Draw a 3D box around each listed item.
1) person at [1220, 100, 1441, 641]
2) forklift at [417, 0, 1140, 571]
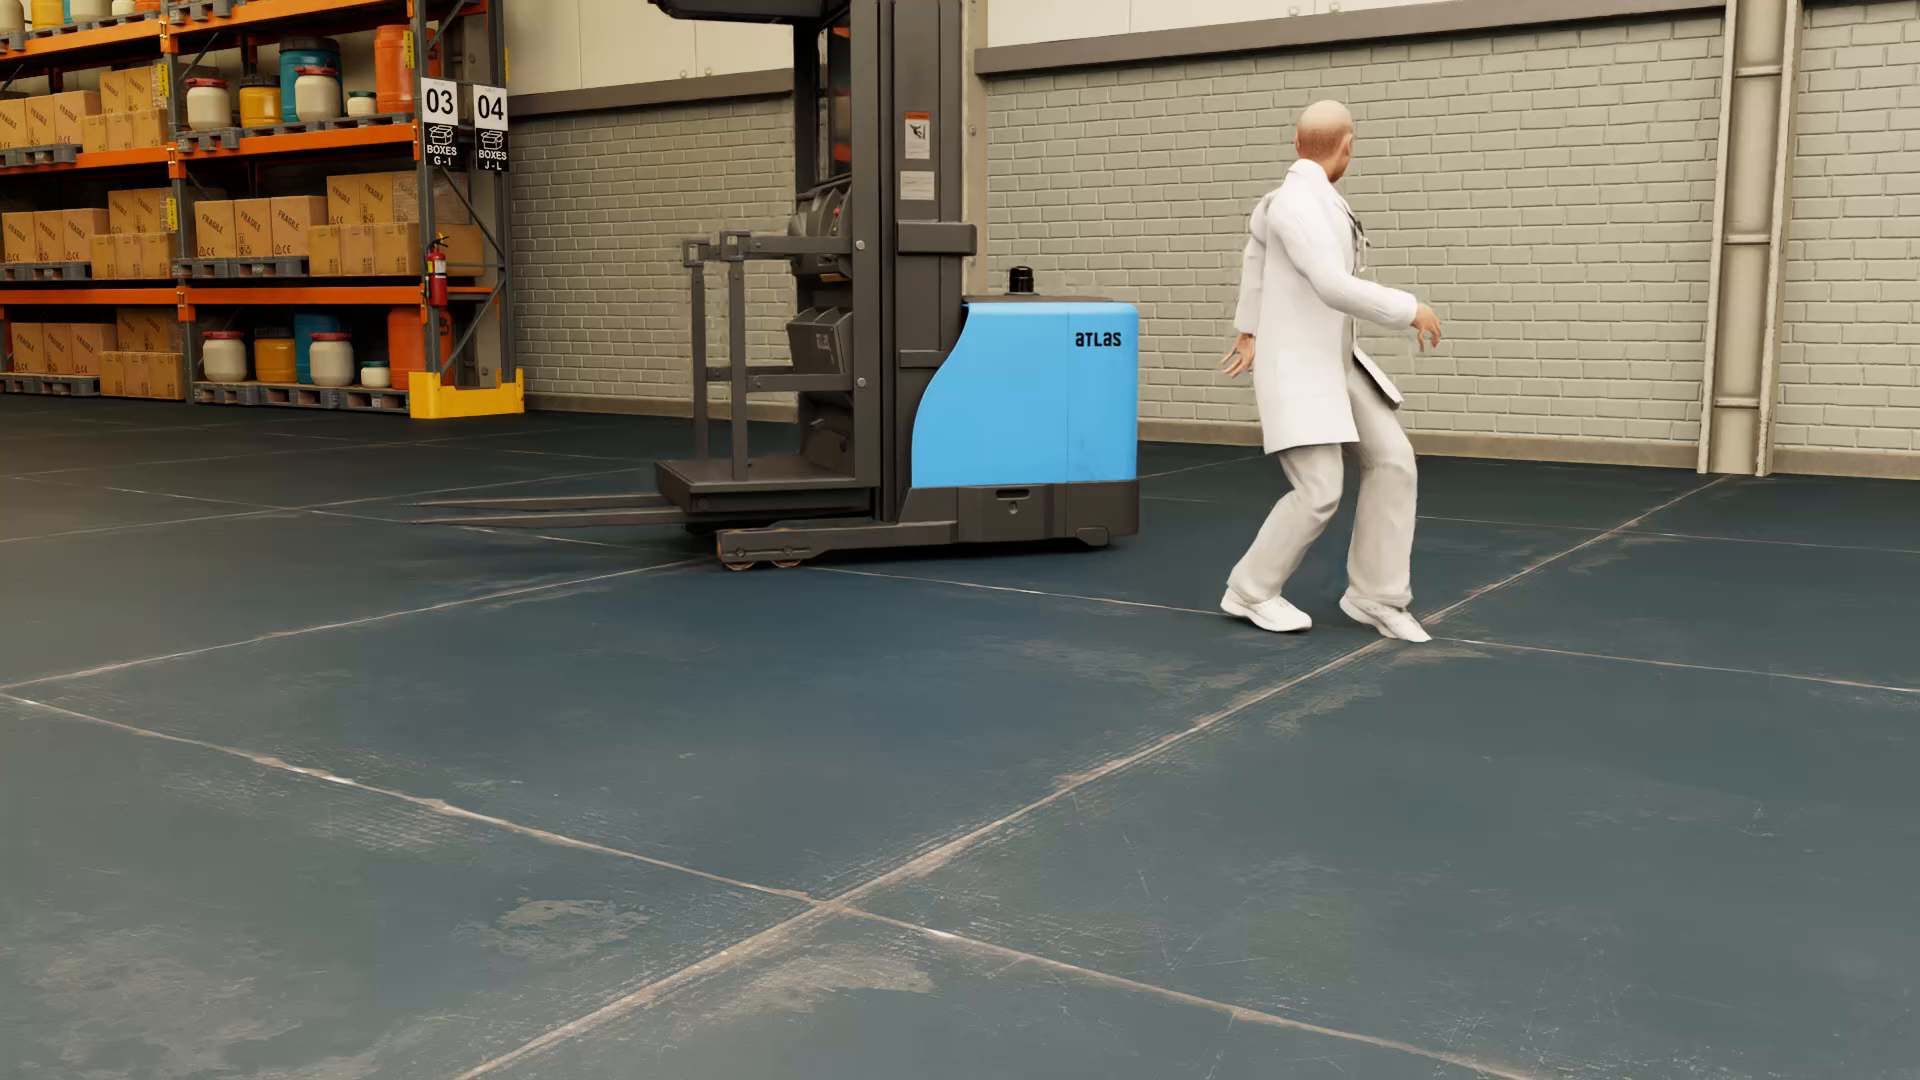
[{"bbox_3d":[1.162,-0.523,5.442,0.892,1.781,0.655,6,10,34],"label":"person"},{"bbox_3d":[-0.787,-1.410,7.111,3.031,2.935,1.130,-3,8,-18],"label":"forklift"}]
